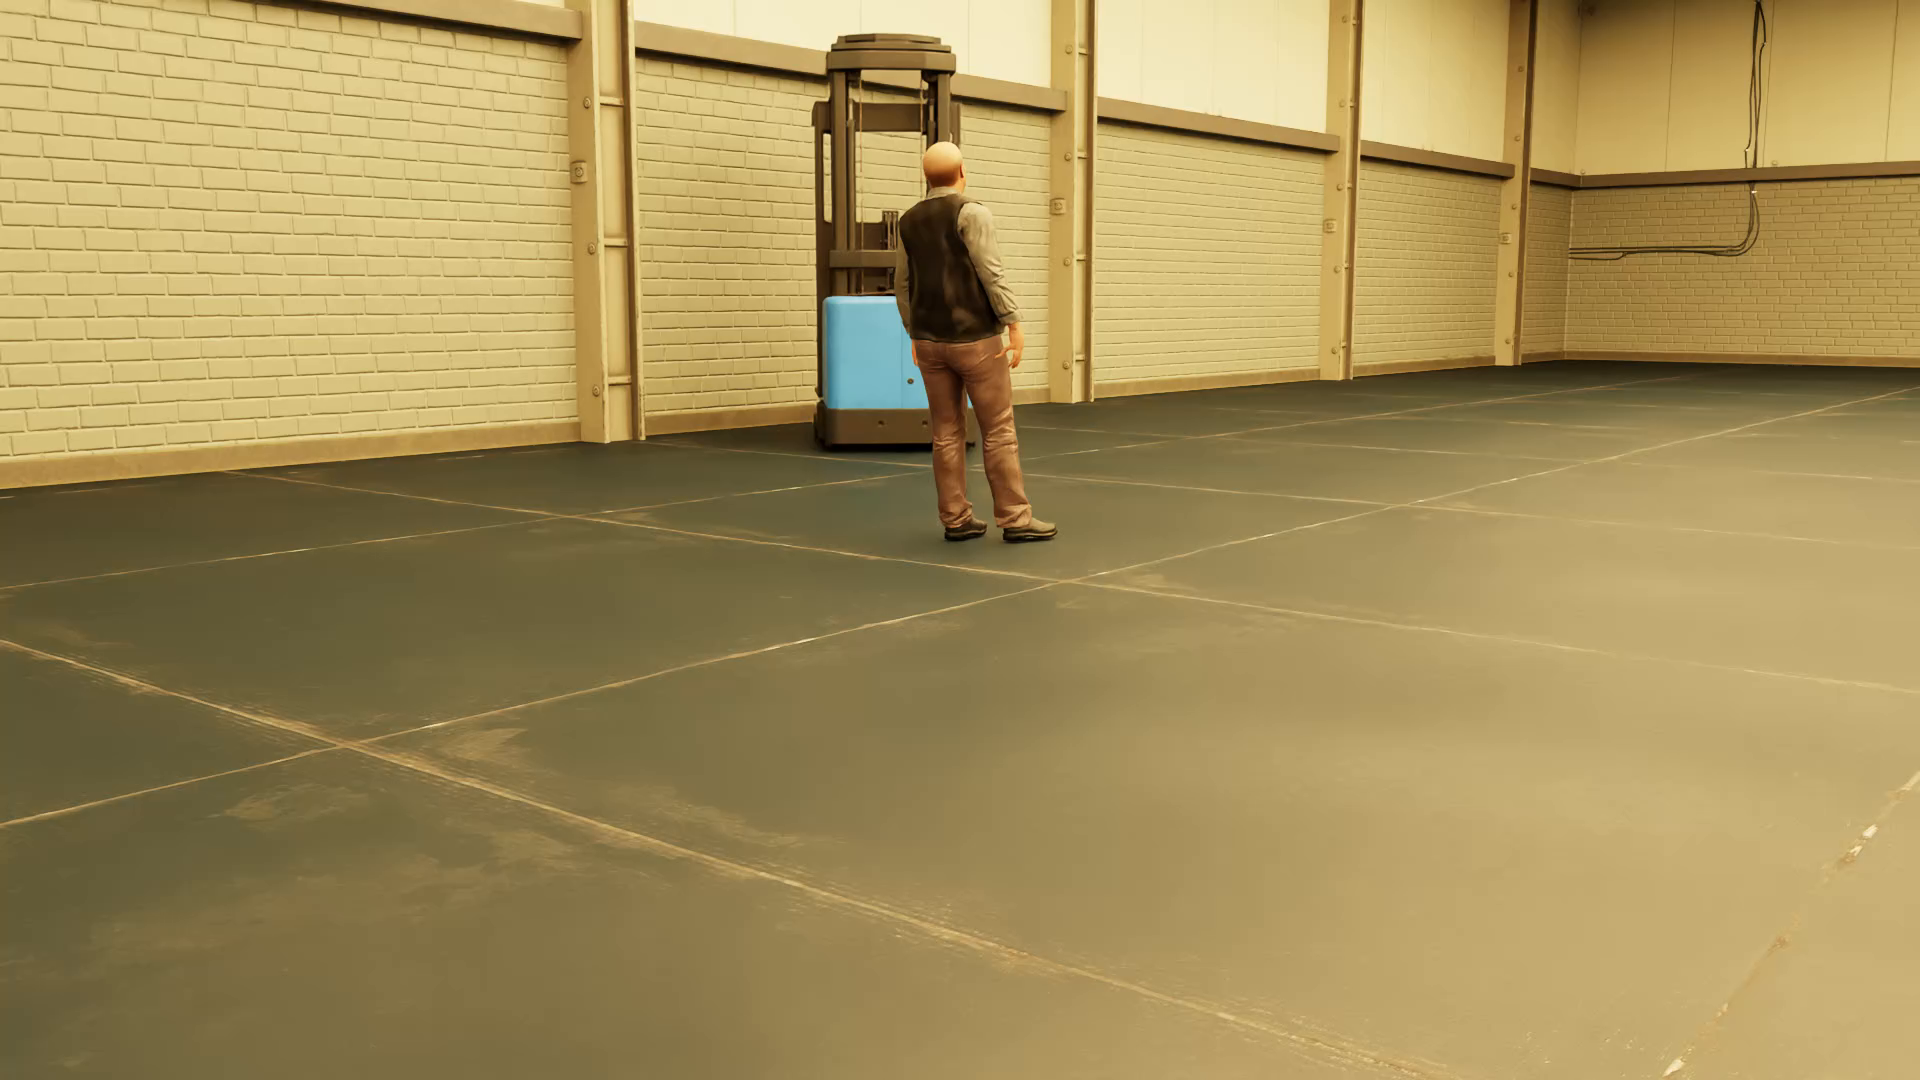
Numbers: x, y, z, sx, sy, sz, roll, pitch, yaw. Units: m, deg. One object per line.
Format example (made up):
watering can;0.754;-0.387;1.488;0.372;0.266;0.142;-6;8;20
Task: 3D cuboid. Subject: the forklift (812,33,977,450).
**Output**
forklift;-0.567;-2.260;12.727;1.130;2.935;3.031;-1;8;-6

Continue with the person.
person;0.045;-0.865;7.323;0.633;1.722;0.566;7;11;38
